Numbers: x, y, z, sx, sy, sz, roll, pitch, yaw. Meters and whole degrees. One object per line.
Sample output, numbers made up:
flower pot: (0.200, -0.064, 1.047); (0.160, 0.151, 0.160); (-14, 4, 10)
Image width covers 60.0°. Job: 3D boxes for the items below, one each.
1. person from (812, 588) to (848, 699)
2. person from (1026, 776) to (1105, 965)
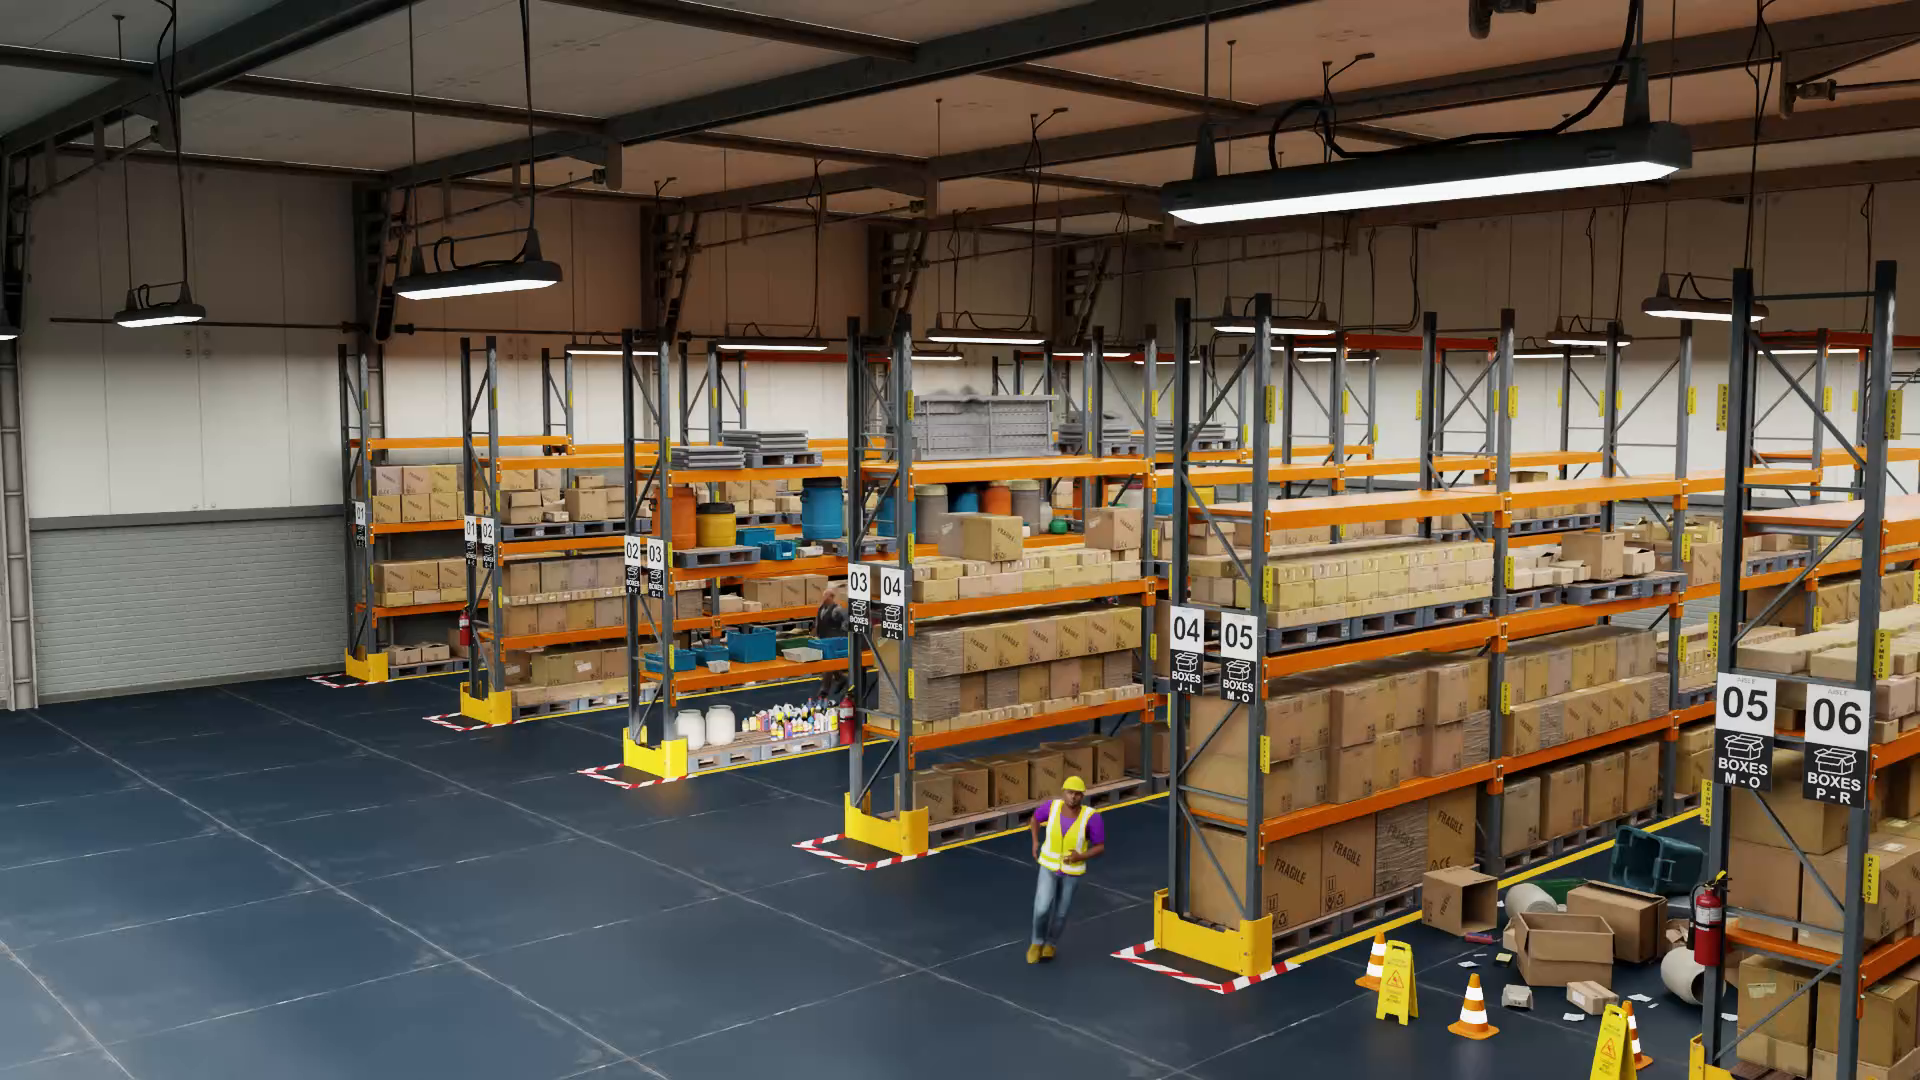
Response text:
person: (-2.066, 1.647, 26.584); (0.768, 1.760, 0.683); (-5, 7, -43)
person: (0.951, 2.969, 14.951); (0.713, 1.754, 0.633); (1, 5, 8)
